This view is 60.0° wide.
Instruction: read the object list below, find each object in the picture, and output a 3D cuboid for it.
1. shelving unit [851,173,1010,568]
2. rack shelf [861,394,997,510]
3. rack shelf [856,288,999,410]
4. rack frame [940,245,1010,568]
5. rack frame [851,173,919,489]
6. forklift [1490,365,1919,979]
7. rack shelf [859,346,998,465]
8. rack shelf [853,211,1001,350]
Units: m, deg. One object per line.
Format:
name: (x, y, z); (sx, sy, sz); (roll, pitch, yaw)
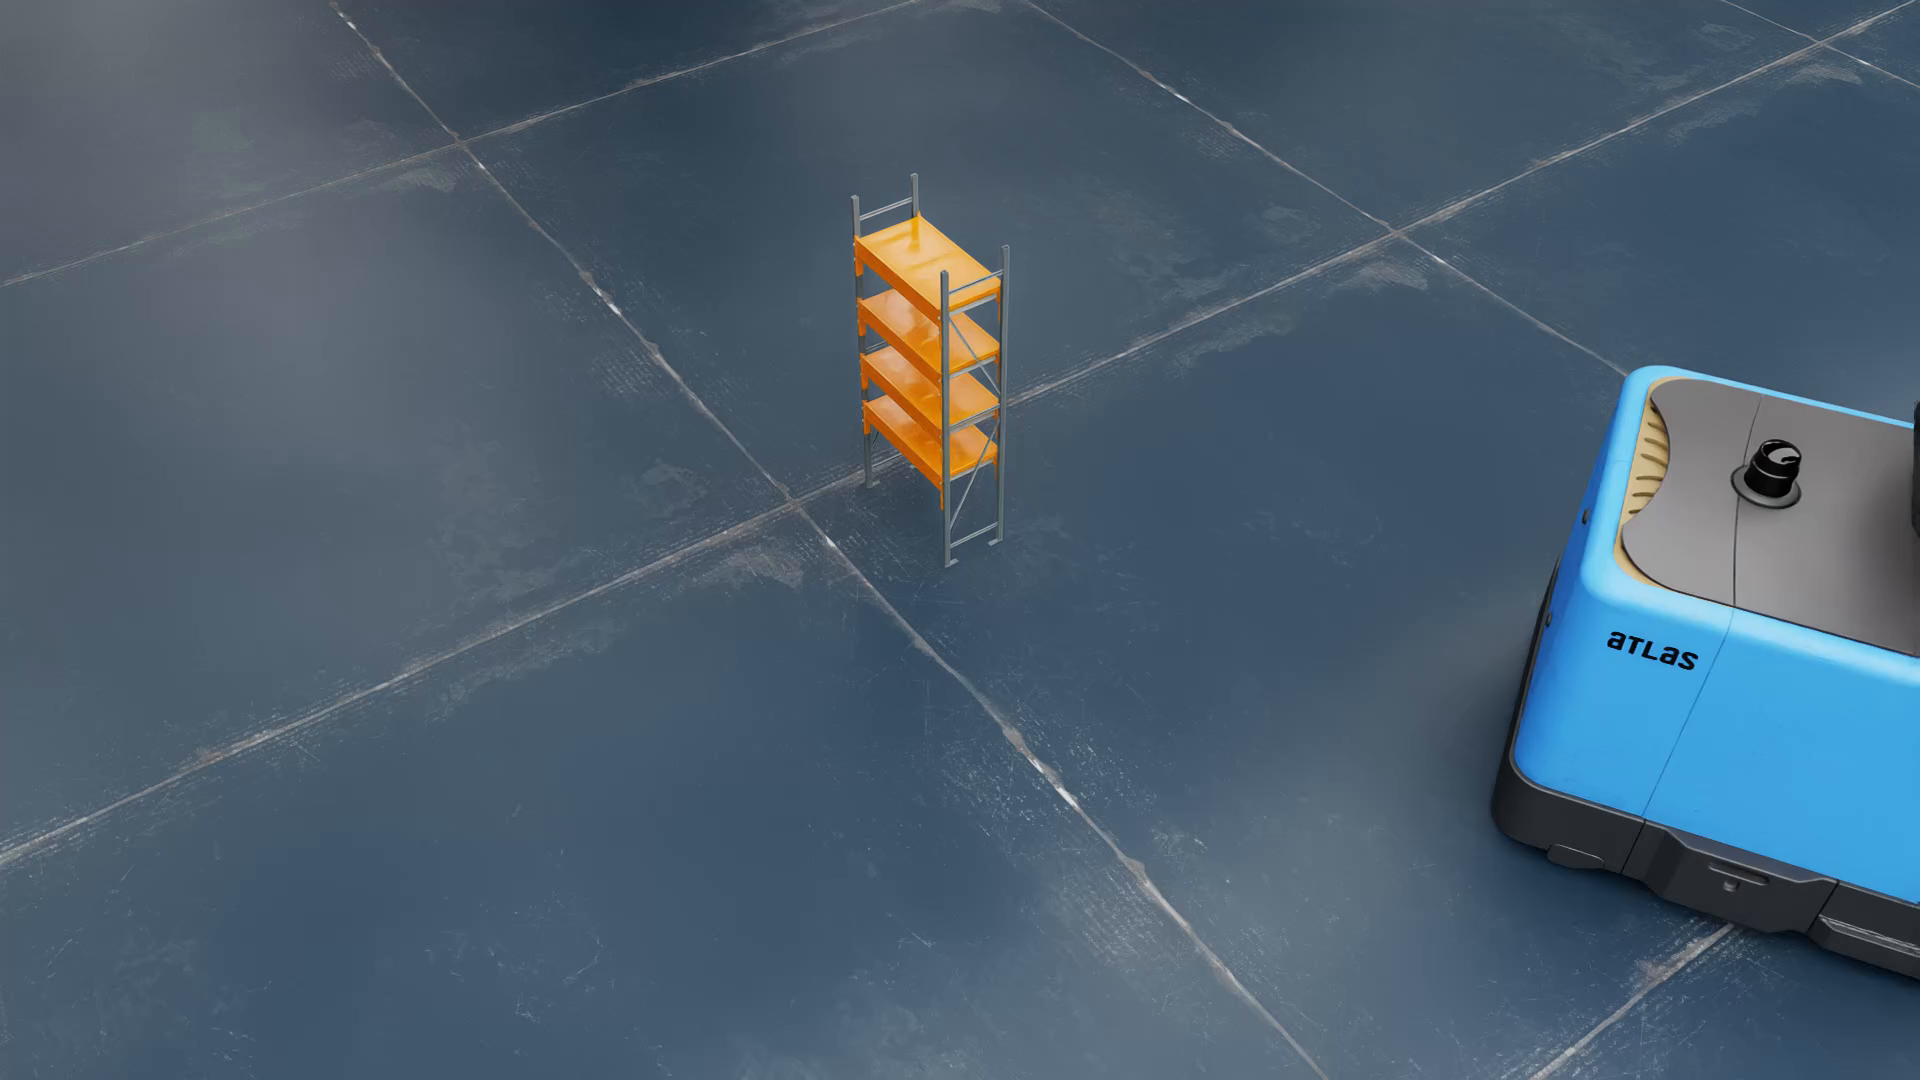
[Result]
shelving unit: (-0.095, -0.528, 5.434); (0.258, 1.200, 0.503); (-26, 49, -24)
rack shelf: (-0.095, -0.335, 5.617); (0.258, 0.148, 0.480); (-26, 49, -24)
rack shelf: (-0.095, -0.641, 5.326); (0.258, 0.148, 0.480); (-26, 49, -24)
rack frame: (0.045, -0.390, 5.289); (0.240, 1.200, 0.015); (-26, 49, -24)
rack frame: (-0.234, -0.666, 5.579); (0.240, 1.200, 0.015); (-26, 49, -24)
forklift: (3.102, -0.090, 3.722); (3.031, 2.935, 1.130); (17, 46, 17)
rack shelf: (-0.095, -0.479, 5.480); (0.258, 0.148, 0.480); (-26, 49, -24)
rack shelf: (-0.095, -0.812, 5.163); (0.258, 0.148, 0.480); (-26, 49, -24)
